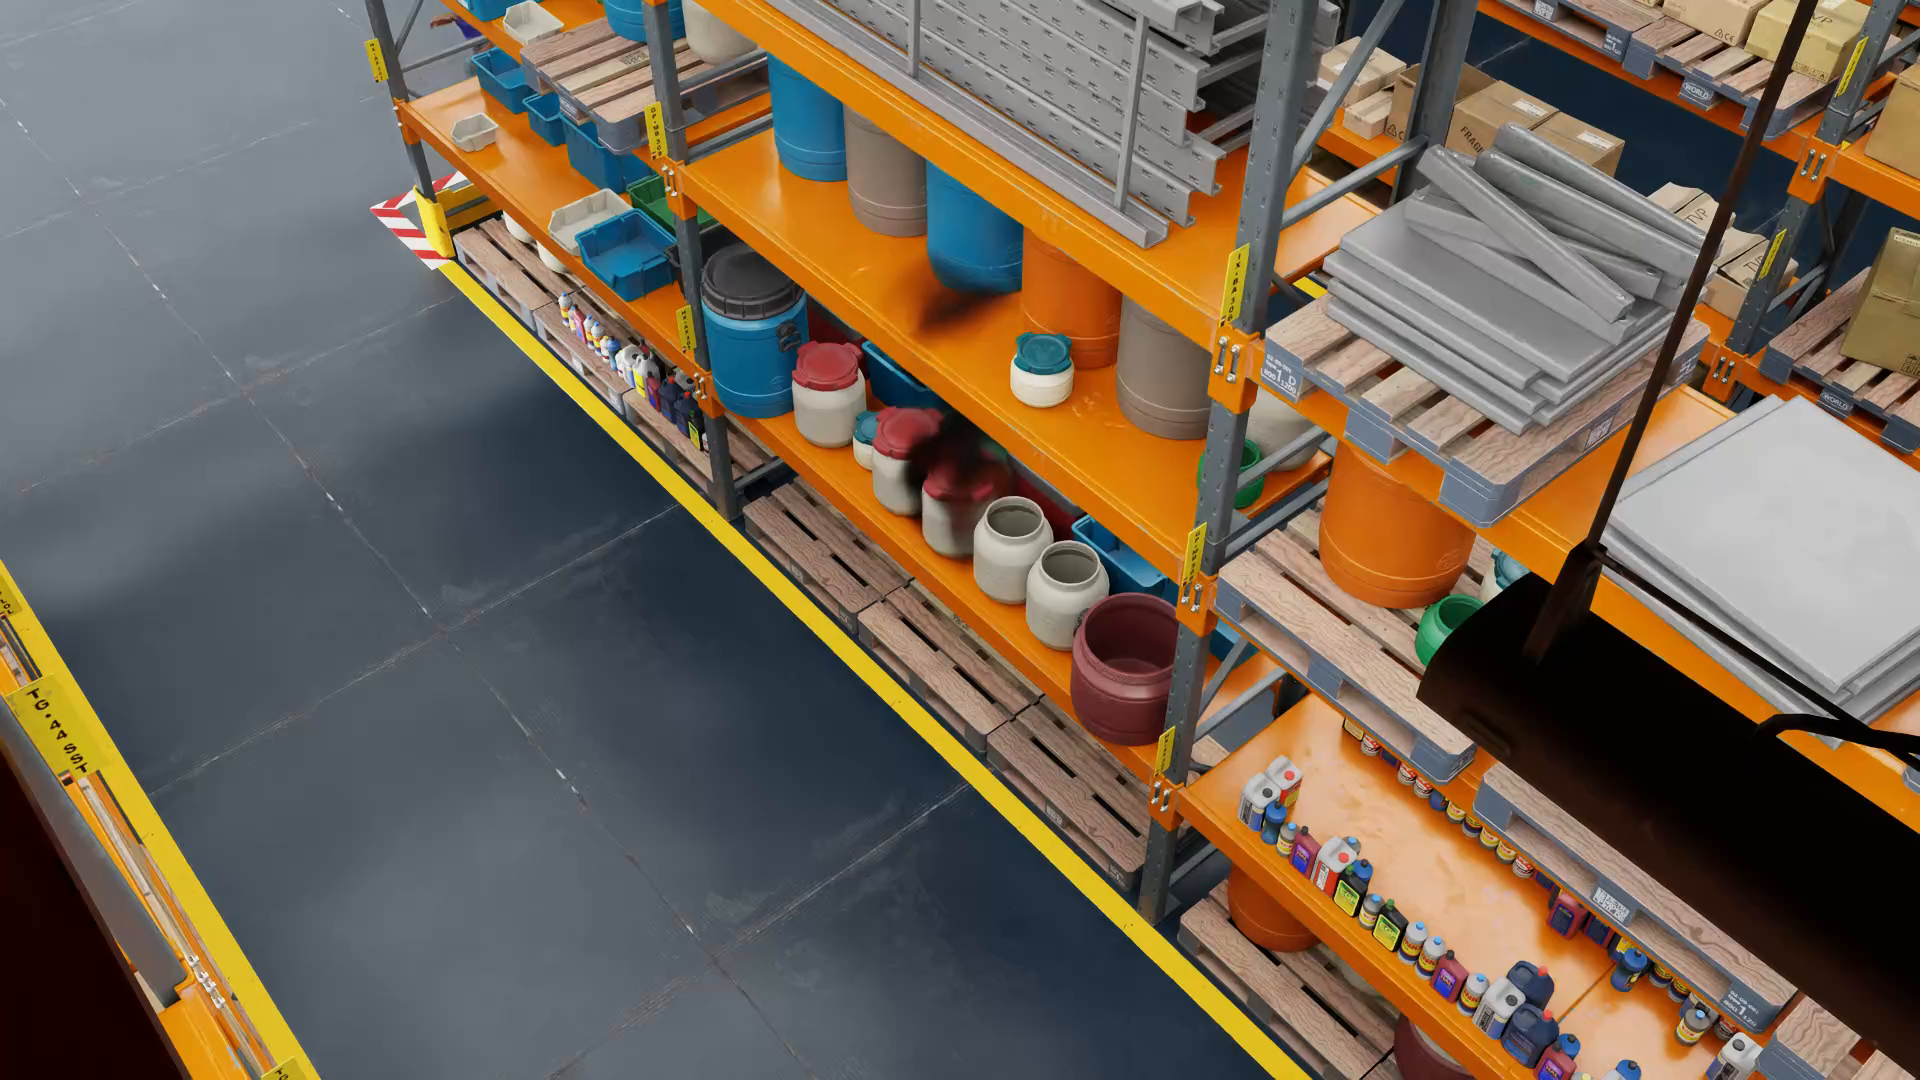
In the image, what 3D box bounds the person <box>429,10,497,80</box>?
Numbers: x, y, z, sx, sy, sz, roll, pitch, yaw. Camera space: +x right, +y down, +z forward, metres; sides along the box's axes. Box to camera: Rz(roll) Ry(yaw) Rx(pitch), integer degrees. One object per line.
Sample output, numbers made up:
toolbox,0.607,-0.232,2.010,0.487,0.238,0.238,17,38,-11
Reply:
person,-3.843,-4.043,13.681,0.970,1.630,0.553,-7,47,-7
